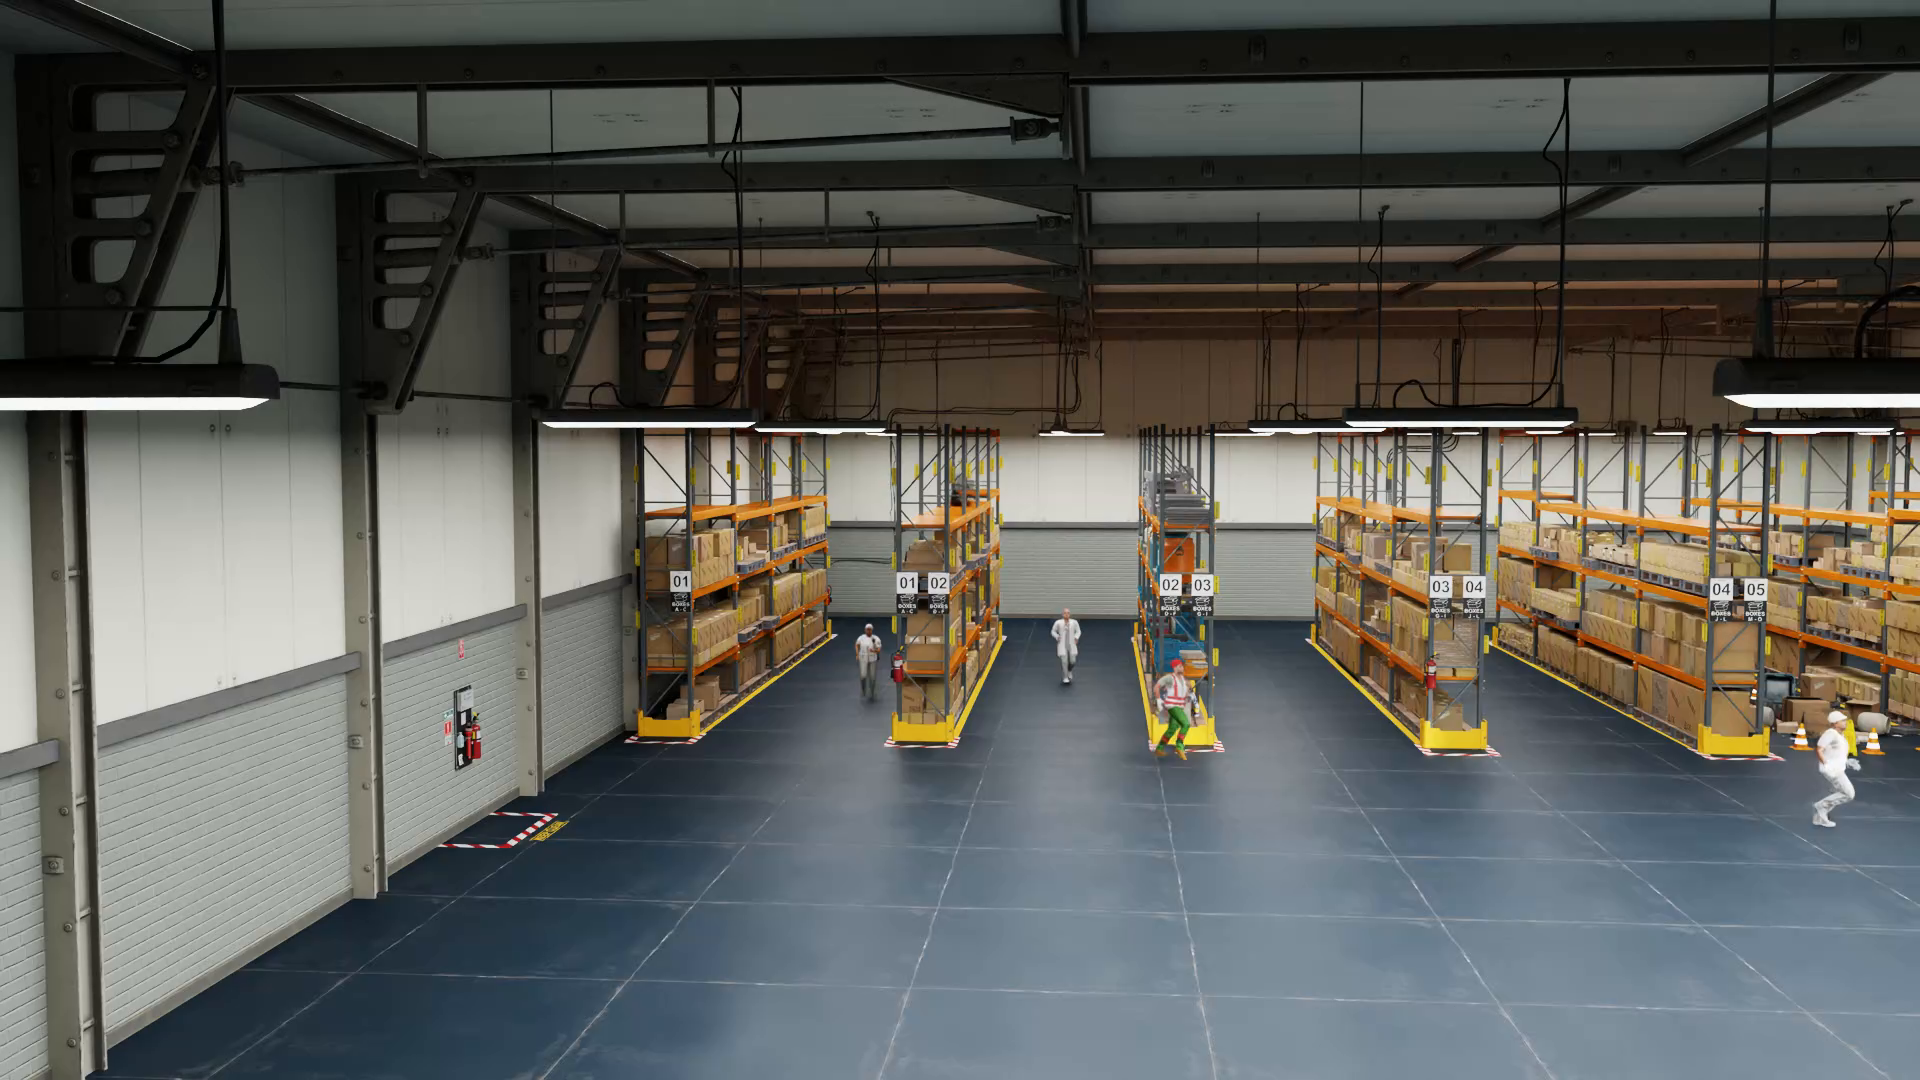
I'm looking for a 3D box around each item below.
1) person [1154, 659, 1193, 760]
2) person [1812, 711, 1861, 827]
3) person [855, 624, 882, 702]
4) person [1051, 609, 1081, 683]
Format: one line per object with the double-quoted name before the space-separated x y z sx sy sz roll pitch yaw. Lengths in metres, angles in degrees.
"person" 3.880 3.014 29.812 0.695 1.751 0.688 3 4 37
"person" 12.888 3.374 24.452 0.601 1.715 0.631 3 4 37
"person" -2.002 2.690 36.362 0.576 1.716 0.707 0 3 -5
"person" 2.499 2.481 39.014 0.706 1.726 0.662 0 3 -4
